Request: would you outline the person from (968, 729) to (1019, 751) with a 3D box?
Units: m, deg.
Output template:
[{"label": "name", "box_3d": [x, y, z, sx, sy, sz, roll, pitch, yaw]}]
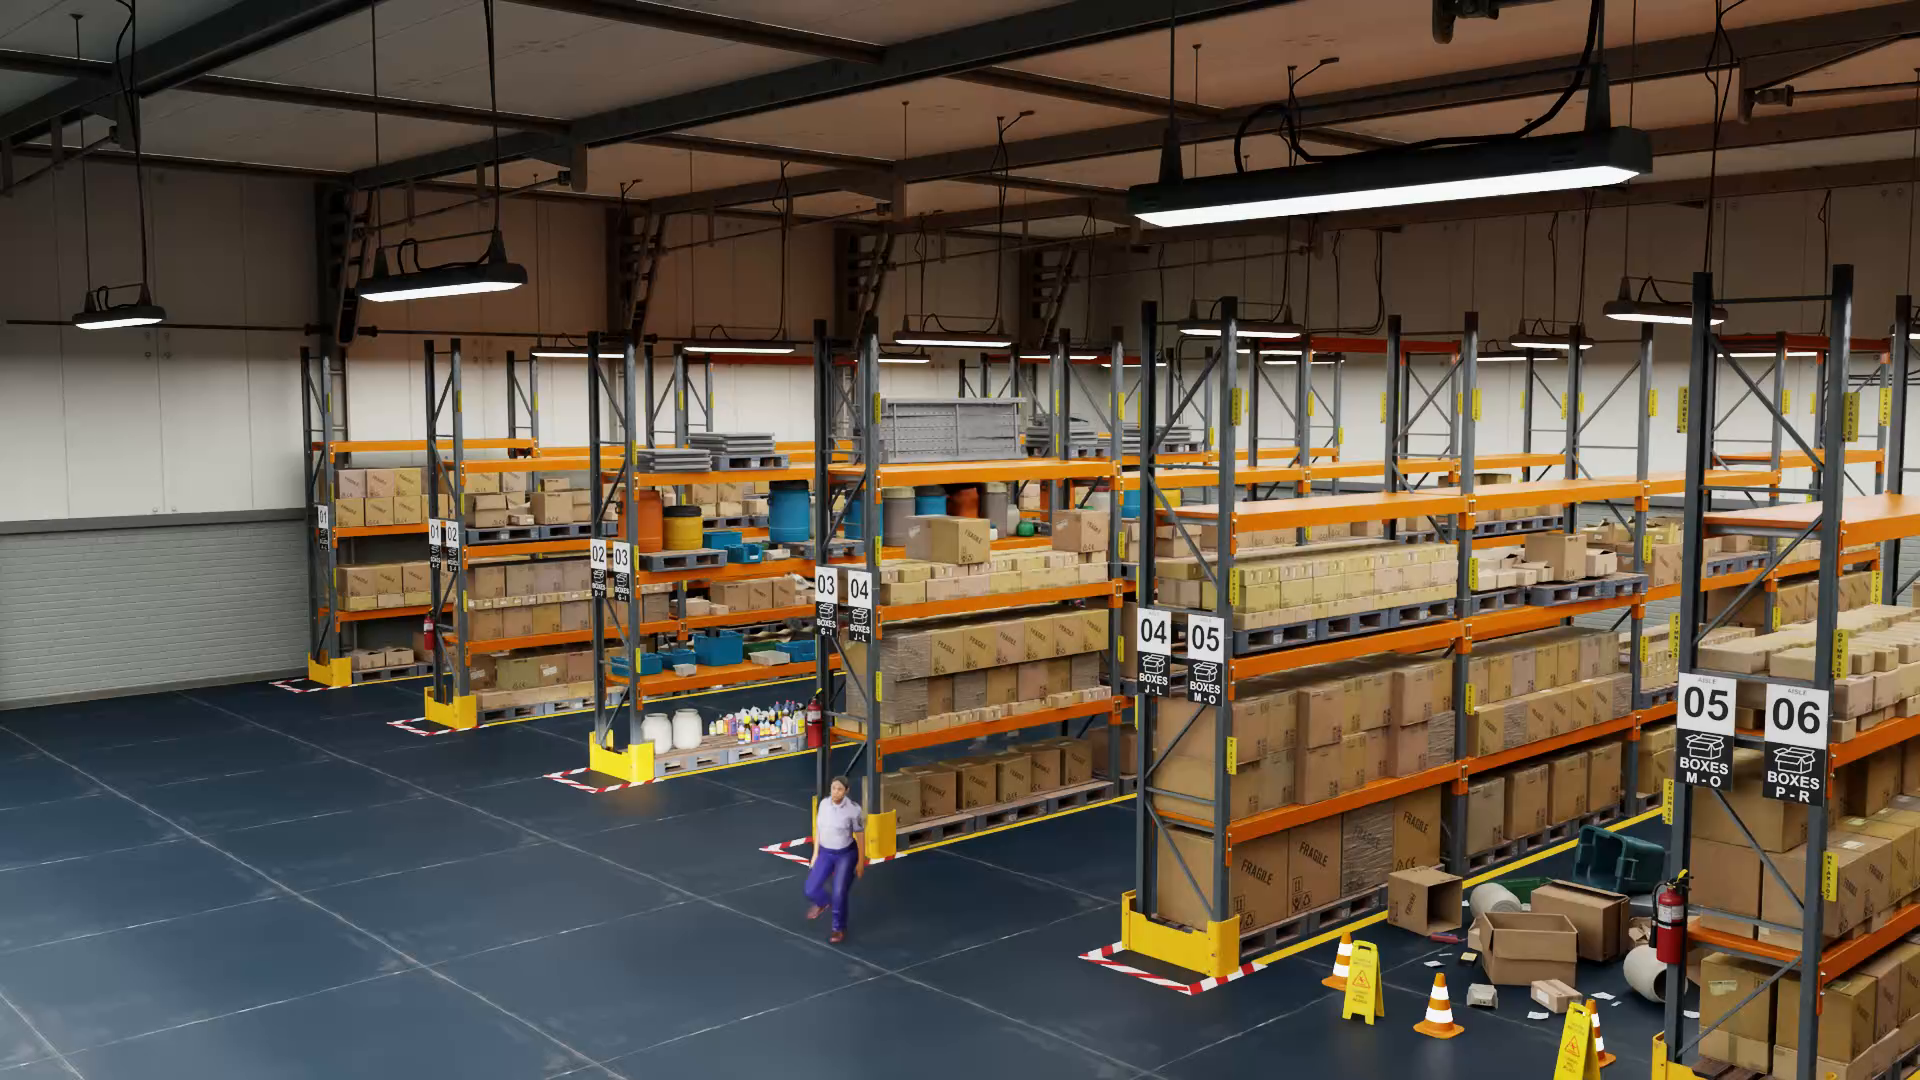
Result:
[{"label": "person", "box_3d": [0.374, 2.074, 22.921, 1.101, 1.668, 0.670, -3, 6, -30]}]

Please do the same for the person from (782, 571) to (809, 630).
[{"label": "person", "box_3d": [-3.501, 1.296, 34.485, 0.555, 1.733, 0.812, 5, 7, 43]}]

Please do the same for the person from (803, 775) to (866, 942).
[{"label": "person", "box_3d": [-1.202, 2.979, 15.818, 0.758, 1.569, 0.540, 2, 6, 25]}]
